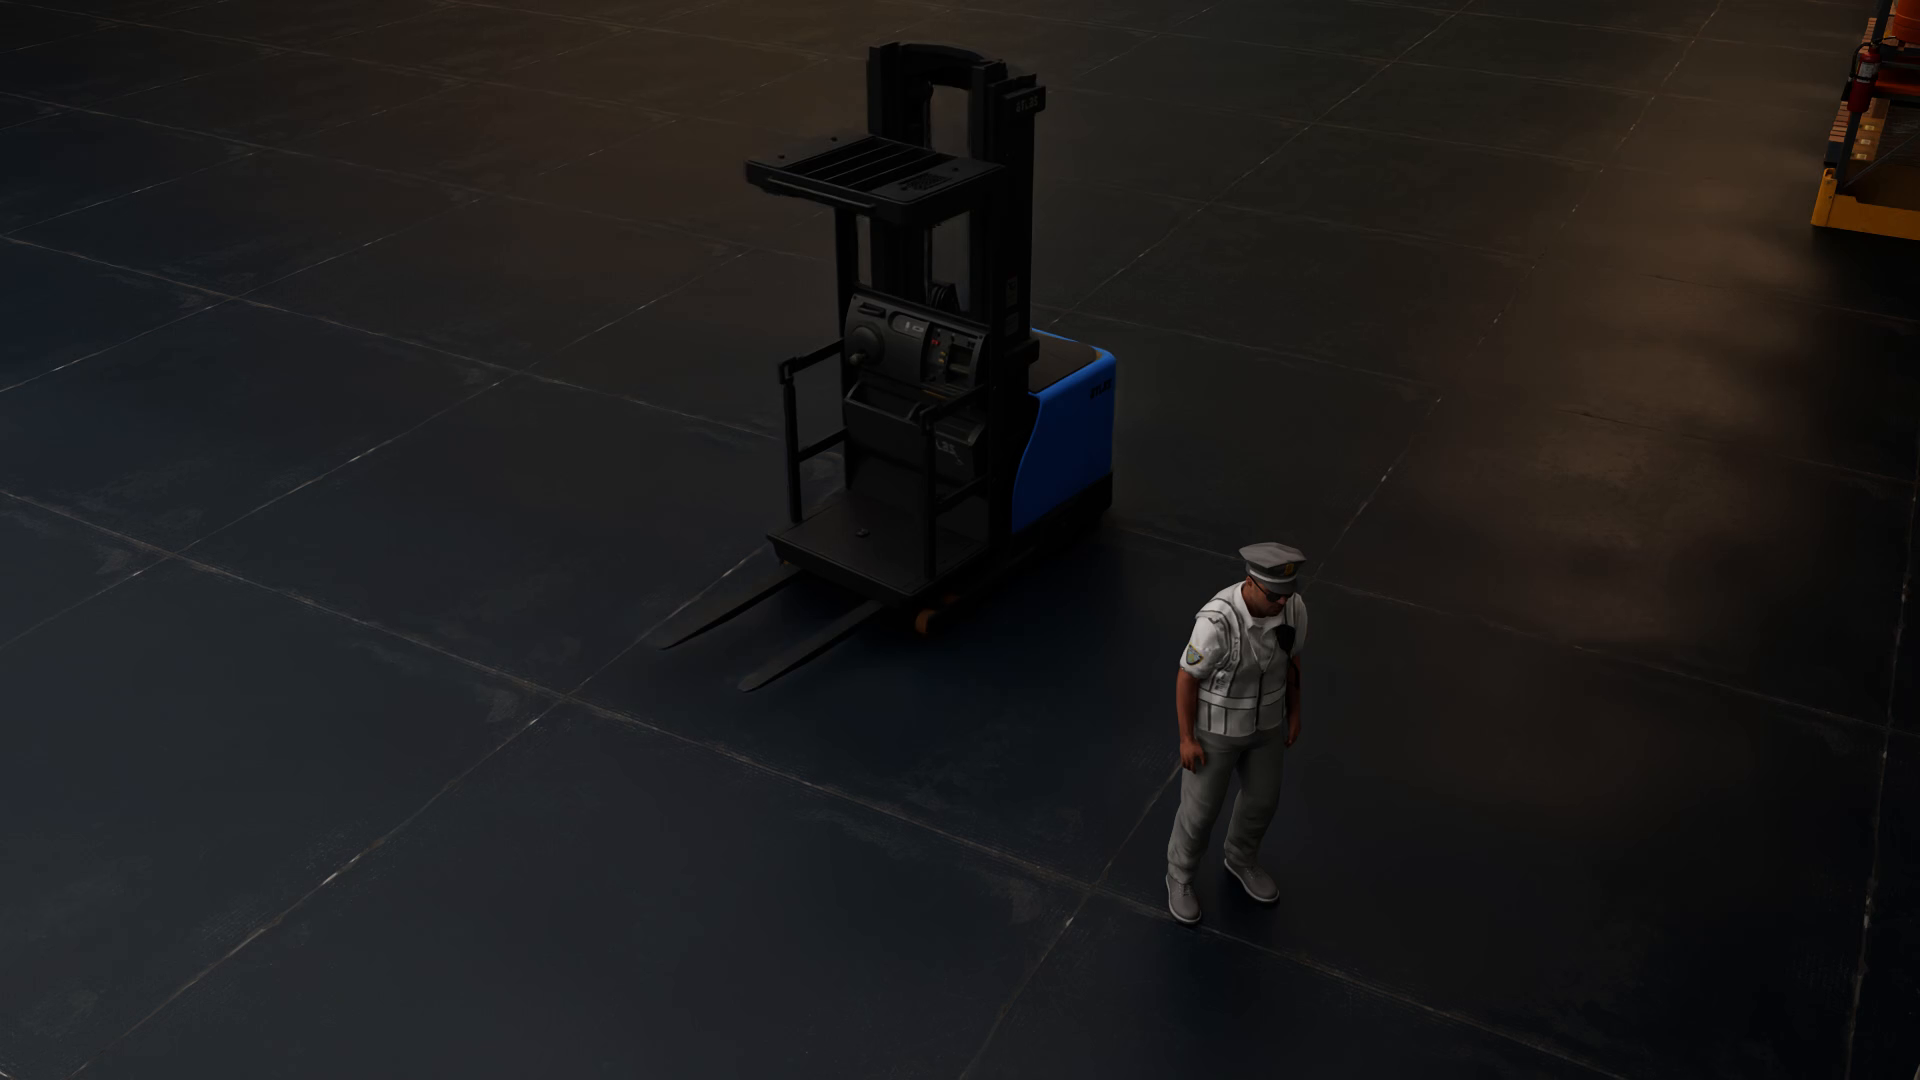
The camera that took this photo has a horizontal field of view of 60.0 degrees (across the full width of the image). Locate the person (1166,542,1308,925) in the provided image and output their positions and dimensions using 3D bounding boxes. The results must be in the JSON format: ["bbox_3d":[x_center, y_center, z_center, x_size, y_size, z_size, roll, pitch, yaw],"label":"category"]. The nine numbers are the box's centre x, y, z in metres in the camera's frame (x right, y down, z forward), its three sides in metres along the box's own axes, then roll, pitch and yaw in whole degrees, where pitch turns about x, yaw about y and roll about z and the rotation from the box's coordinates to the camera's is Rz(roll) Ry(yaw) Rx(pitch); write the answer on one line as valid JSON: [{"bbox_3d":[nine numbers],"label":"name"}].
[{"bbox_3d":[1.152,0.760,6.936,0.605,1.747,0.443,-12,32,-19],"label":"person"}]

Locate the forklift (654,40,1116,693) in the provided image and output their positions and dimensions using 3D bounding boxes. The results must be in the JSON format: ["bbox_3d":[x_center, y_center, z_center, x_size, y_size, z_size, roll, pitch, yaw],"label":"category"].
[{"bbox_3d":[-0.382,-1.016,8.830,1.130,2.935,3.031,22,36,33],"label":"forklift"}]
